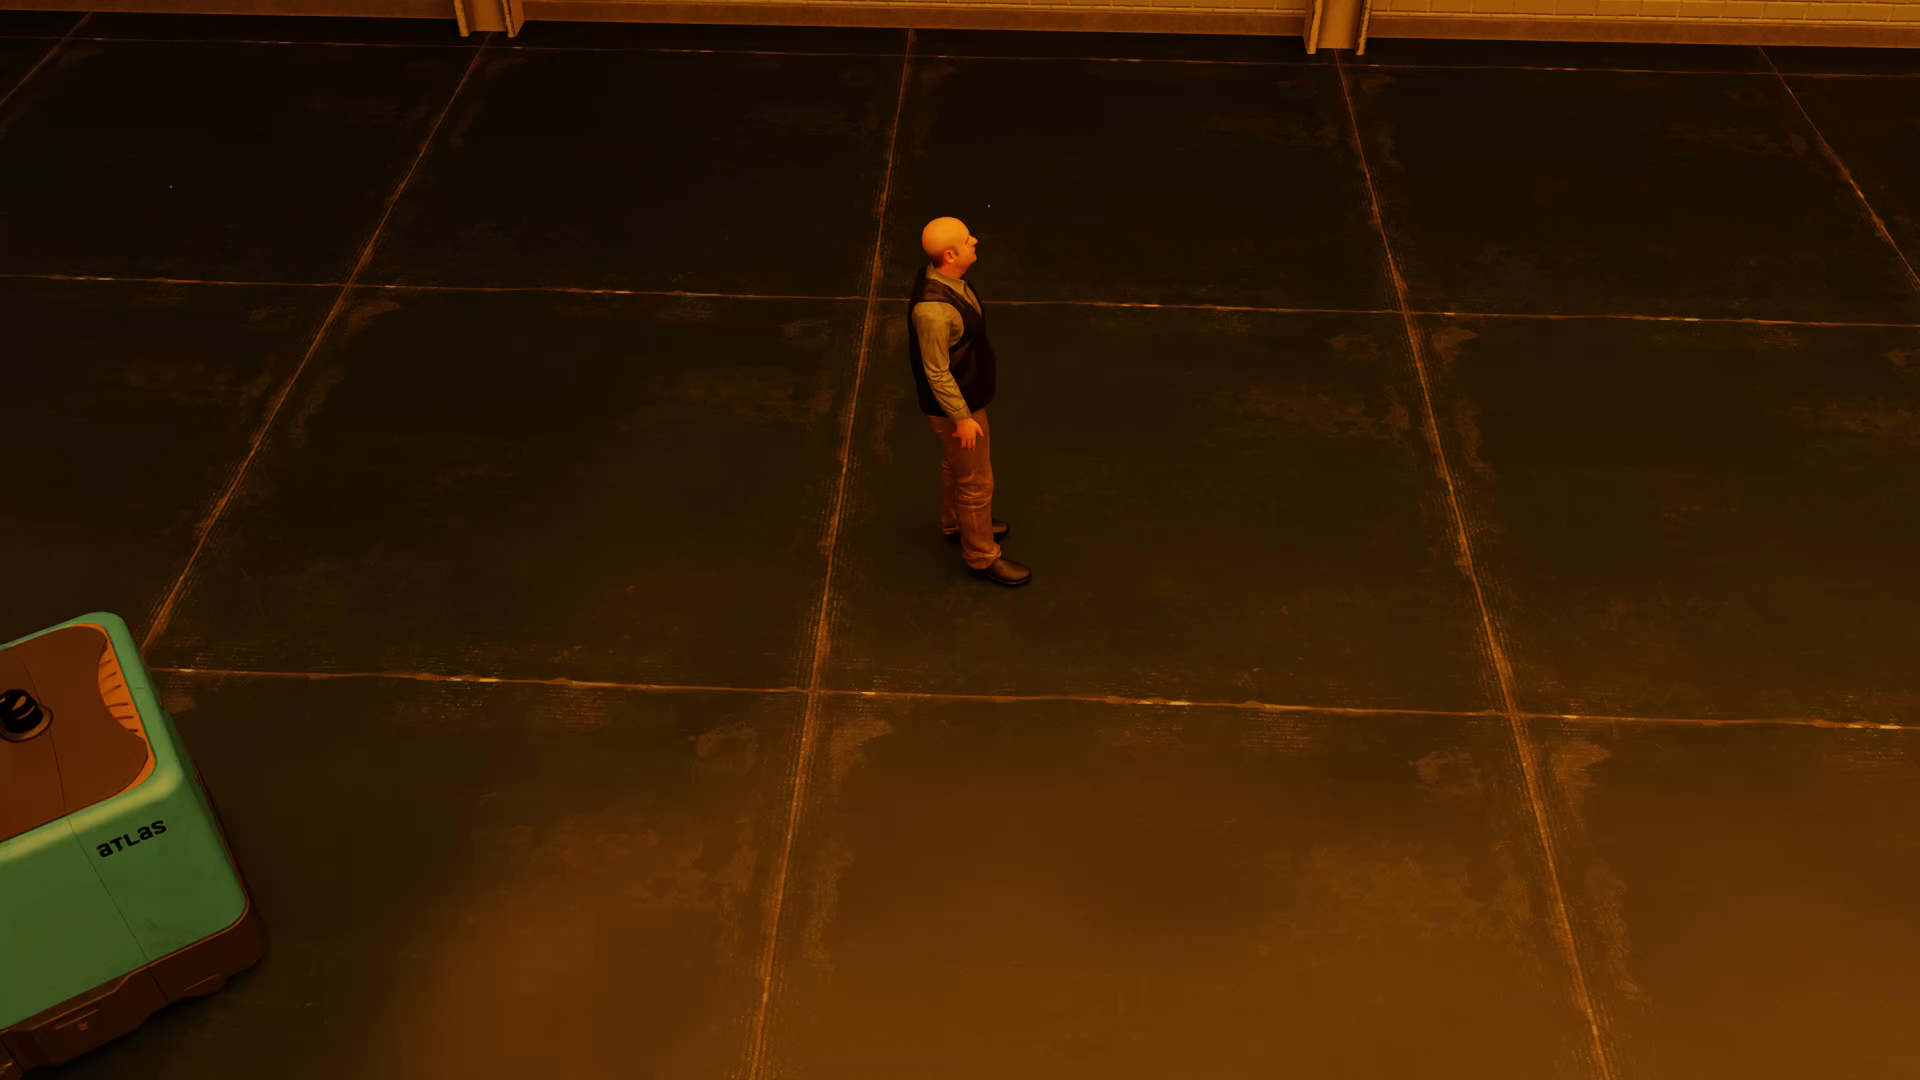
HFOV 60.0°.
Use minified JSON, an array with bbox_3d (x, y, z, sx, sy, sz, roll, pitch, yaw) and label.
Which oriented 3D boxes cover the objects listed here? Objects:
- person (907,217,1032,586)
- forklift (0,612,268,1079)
[{"bbox_3d":[0.063,-0.635,7.323,0.566,1.722,0.634,2,42,2],"label":"person"},{"bbox_3d":[-4.081,0.762,4.908,3.031,2.935,1.130,-24,47,-24],"label":"forklift"}]
